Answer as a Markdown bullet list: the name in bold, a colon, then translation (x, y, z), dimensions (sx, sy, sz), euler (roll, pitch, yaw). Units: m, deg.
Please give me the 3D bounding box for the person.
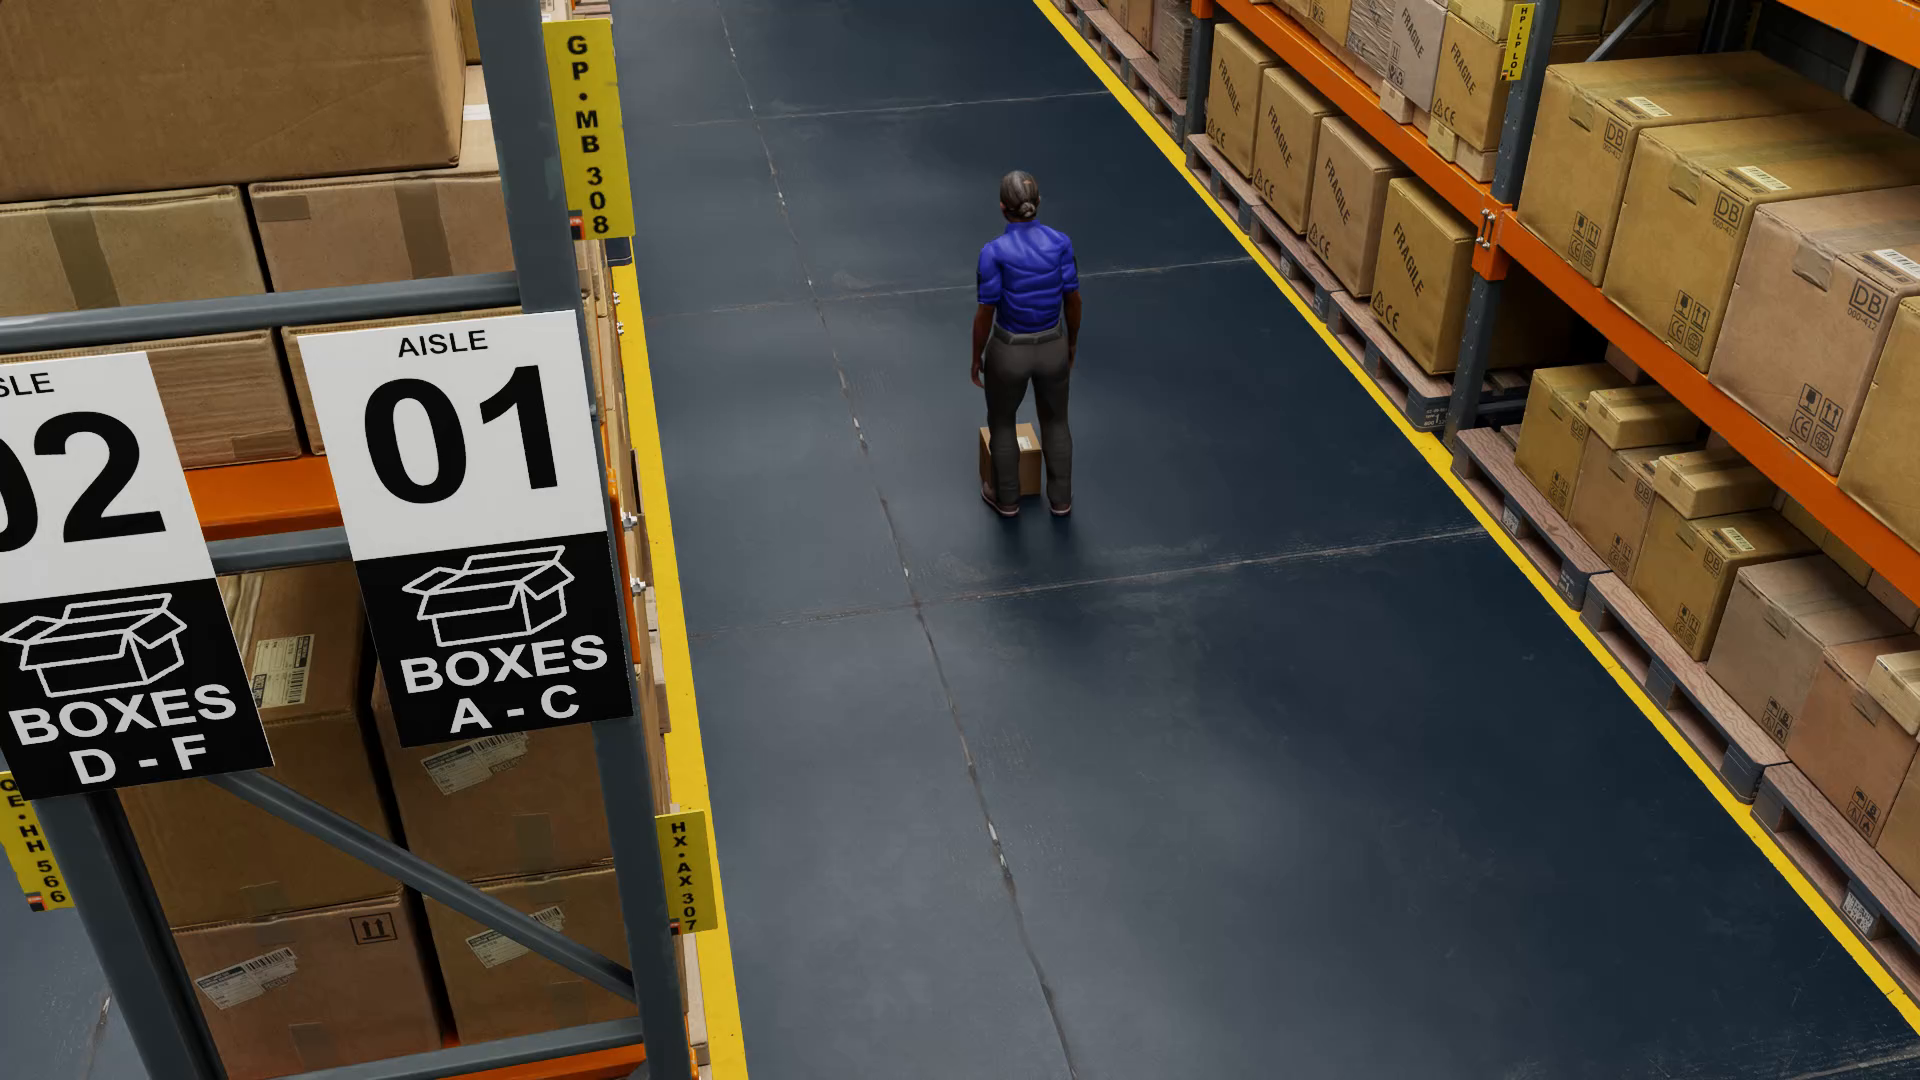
- **person**: translation (0.297, -0.842, 7.371), dimensions (0.515, 1.654, 0.392), euler (-8, 35, -11)
